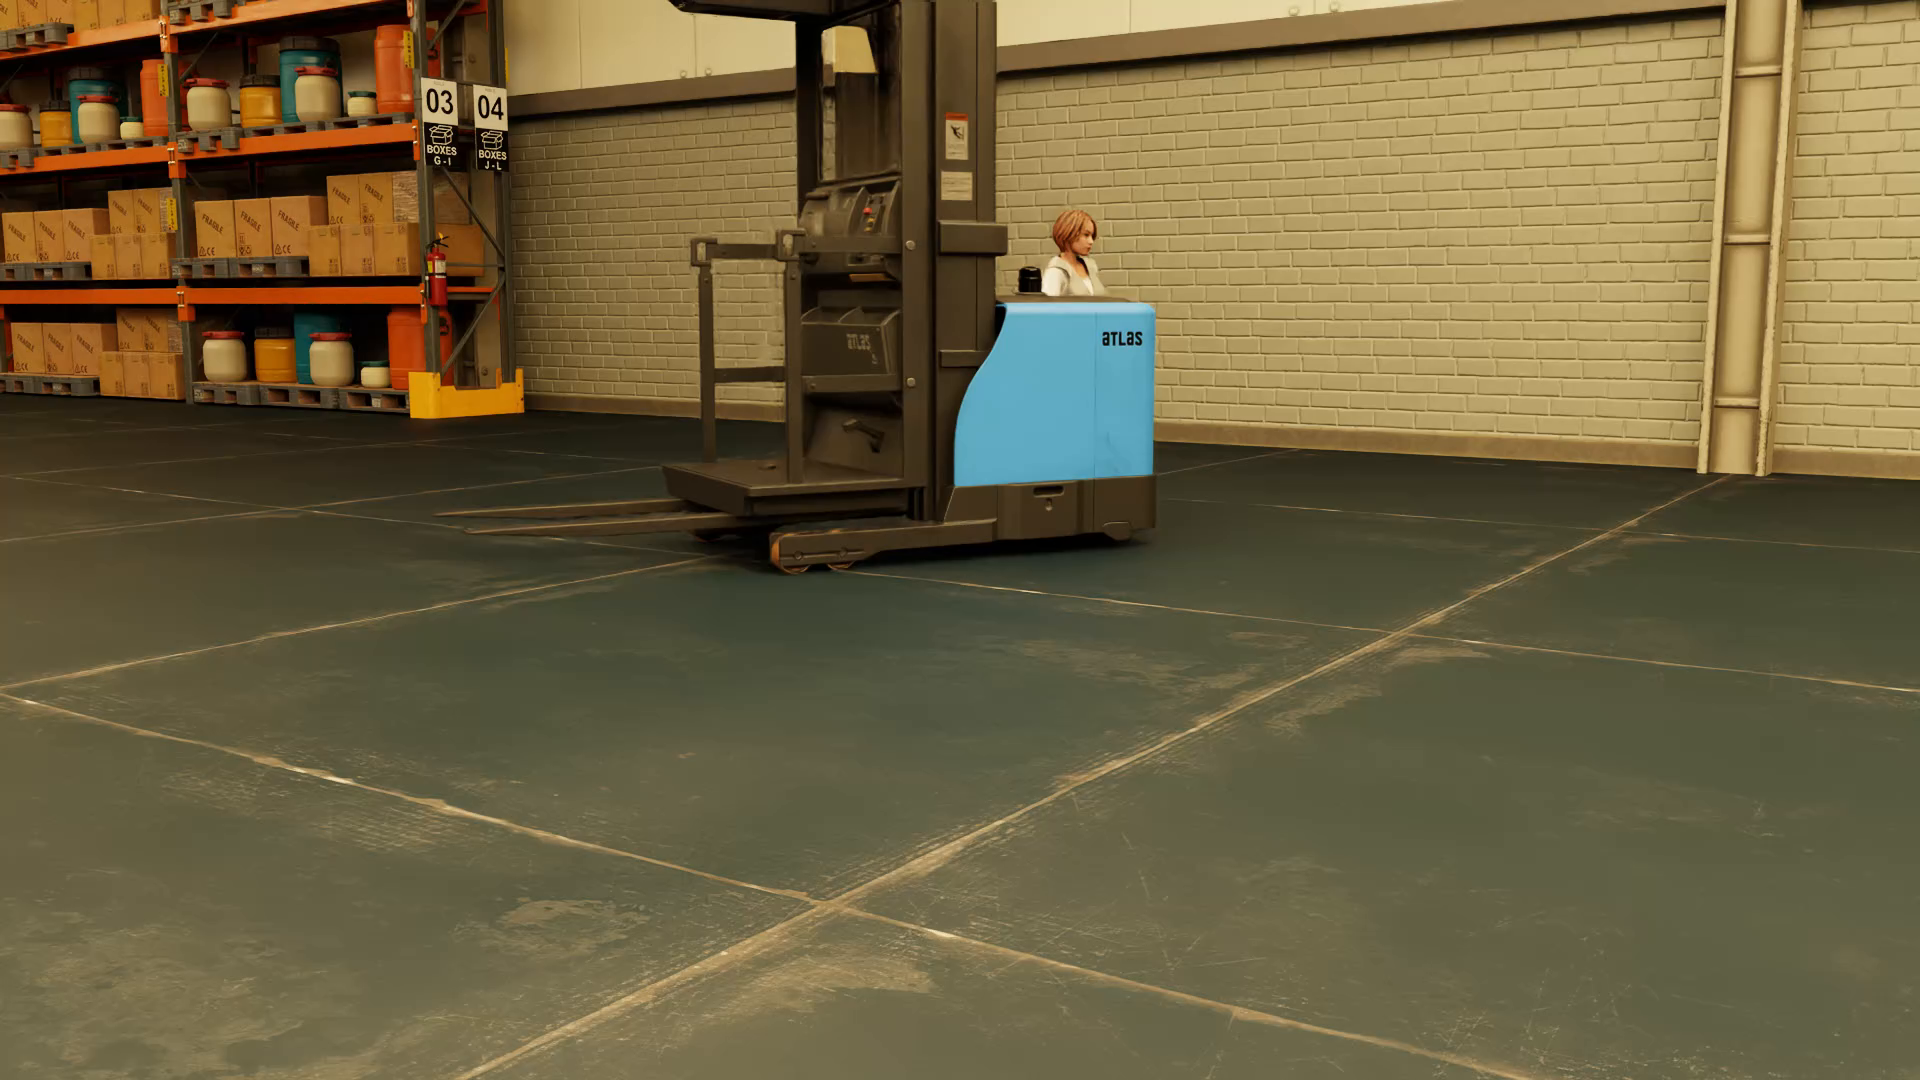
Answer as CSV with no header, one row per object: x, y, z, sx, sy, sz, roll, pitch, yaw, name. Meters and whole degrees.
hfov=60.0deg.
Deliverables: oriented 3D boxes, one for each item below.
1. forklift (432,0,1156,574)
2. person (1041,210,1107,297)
-0.662,-1.399,7.028,3.031,2.935,1.130,-4,9,-28,forklift
0.645,-0.884,8.356,0.606,1.530,0.497,-8,11,-44,person
